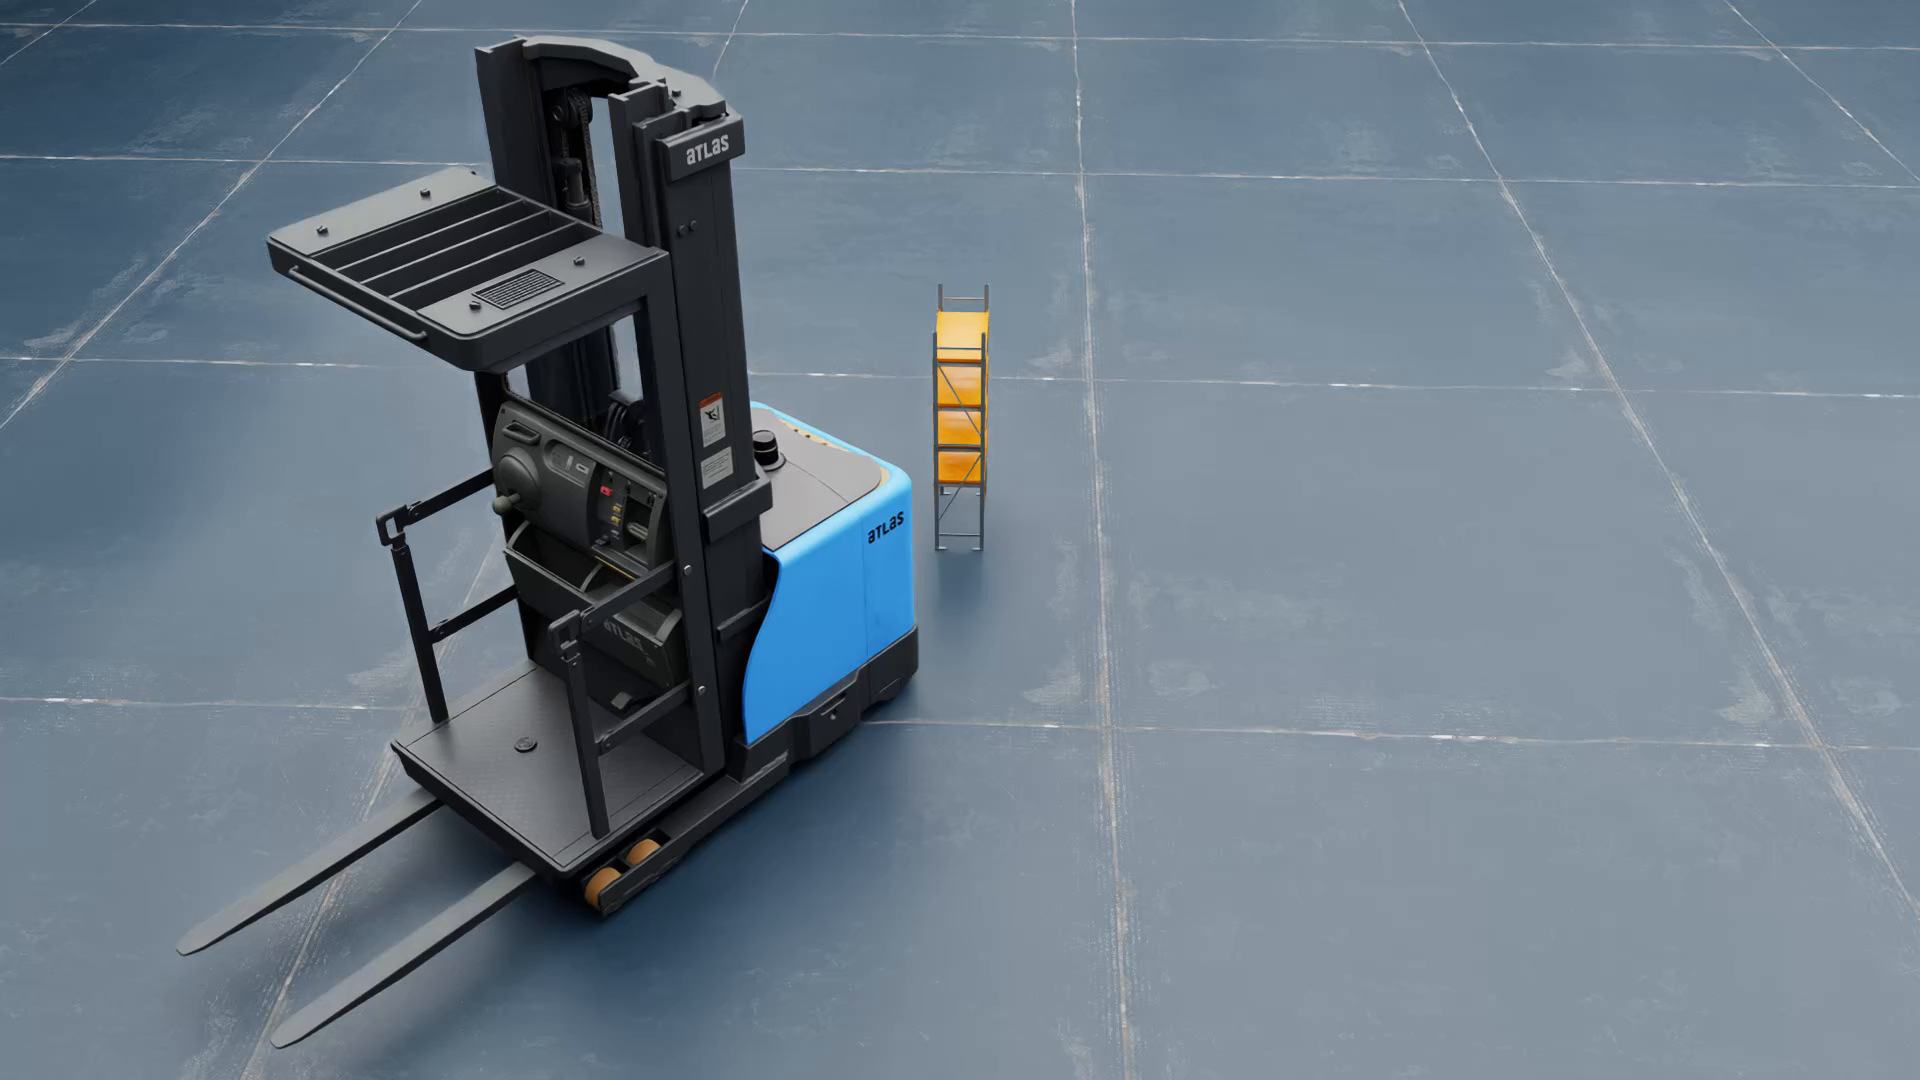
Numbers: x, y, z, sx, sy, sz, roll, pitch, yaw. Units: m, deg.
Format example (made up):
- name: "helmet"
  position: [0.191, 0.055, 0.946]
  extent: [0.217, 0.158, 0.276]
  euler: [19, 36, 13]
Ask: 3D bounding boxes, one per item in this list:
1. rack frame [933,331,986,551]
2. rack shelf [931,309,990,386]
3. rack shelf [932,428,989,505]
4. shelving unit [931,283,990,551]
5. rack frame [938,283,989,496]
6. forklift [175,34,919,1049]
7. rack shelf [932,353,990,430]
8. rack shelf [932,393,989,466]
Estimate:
- name: "rack frame"
  position: [-0.003, -0.446, 7.841]
  extent: [0.240, 1.200, 0.015]
  euler: [1, 35, 2]
- name: "rack shelf"
  position: [0.007, -0.908, 7.814]
  extent: [0.258, 0.148, 0.480]
  euler: [1, 35, 2]
- name: "rack shelf"
  position: [0.007, -0.369, 8.193]
  extent: [0.258, 0.148, 0.480]
  euler: [1, 35, 2]
- name: "shelving unit"
  position: [0.007, -0.586, 8.040]
  extent: [0.258, 1.200, 0.503]
  euler: [1, 35, 2]
- name: "rack frame"
  position: [0.016, -0.726, 8.240]
  extent: [0.240, 1.200, 0.015]
  euler: [1, 35, 2]
- name: "forklift"
  position: [-1.520, -0.127, 5.882]
  extent: [1.130, 2.935, 3.031]
  euler: [26, 43, 32]
- name: "rack shelf"
  position: [0.007, -0.714, 7.950]
  extent: [0.258, 0.148, 0.480]
  euler: [1, 35, 2]
- name: "rack shelf"
  position: [0.007, -0.531, 8.079]
  extent: [0.258, 0.148, 0.480]
  euler: [1, 35, 2]
